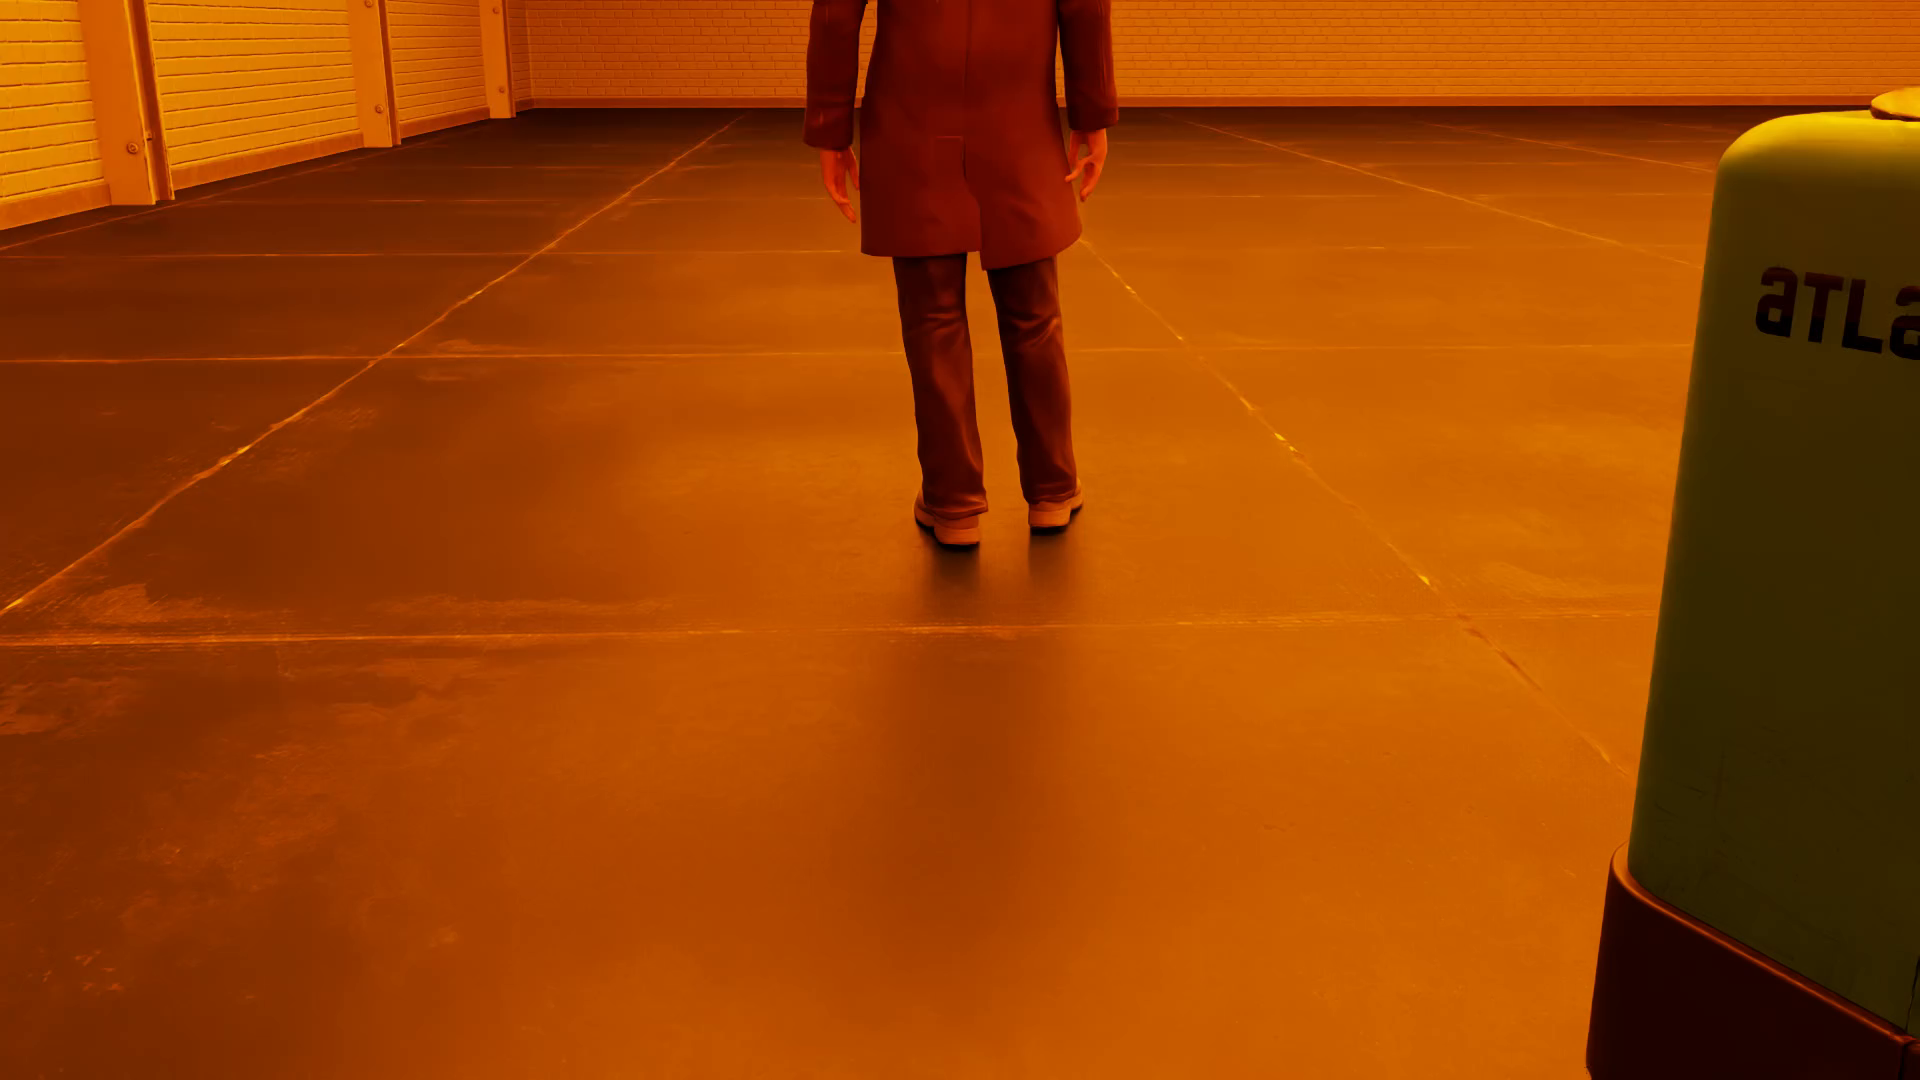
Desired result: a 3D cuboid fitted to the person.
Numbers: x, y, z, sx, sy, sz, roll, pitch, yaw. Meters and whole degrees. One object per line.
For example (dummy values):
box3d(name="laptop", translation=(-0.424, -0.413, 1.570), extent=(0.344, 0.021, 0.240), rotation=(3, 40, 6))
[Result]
box3d(name="person", translation=(-0.001, -0.884, 3.744), extent=(0.696, 1.778, 0.579), rotation=(-1, 17, -3))
